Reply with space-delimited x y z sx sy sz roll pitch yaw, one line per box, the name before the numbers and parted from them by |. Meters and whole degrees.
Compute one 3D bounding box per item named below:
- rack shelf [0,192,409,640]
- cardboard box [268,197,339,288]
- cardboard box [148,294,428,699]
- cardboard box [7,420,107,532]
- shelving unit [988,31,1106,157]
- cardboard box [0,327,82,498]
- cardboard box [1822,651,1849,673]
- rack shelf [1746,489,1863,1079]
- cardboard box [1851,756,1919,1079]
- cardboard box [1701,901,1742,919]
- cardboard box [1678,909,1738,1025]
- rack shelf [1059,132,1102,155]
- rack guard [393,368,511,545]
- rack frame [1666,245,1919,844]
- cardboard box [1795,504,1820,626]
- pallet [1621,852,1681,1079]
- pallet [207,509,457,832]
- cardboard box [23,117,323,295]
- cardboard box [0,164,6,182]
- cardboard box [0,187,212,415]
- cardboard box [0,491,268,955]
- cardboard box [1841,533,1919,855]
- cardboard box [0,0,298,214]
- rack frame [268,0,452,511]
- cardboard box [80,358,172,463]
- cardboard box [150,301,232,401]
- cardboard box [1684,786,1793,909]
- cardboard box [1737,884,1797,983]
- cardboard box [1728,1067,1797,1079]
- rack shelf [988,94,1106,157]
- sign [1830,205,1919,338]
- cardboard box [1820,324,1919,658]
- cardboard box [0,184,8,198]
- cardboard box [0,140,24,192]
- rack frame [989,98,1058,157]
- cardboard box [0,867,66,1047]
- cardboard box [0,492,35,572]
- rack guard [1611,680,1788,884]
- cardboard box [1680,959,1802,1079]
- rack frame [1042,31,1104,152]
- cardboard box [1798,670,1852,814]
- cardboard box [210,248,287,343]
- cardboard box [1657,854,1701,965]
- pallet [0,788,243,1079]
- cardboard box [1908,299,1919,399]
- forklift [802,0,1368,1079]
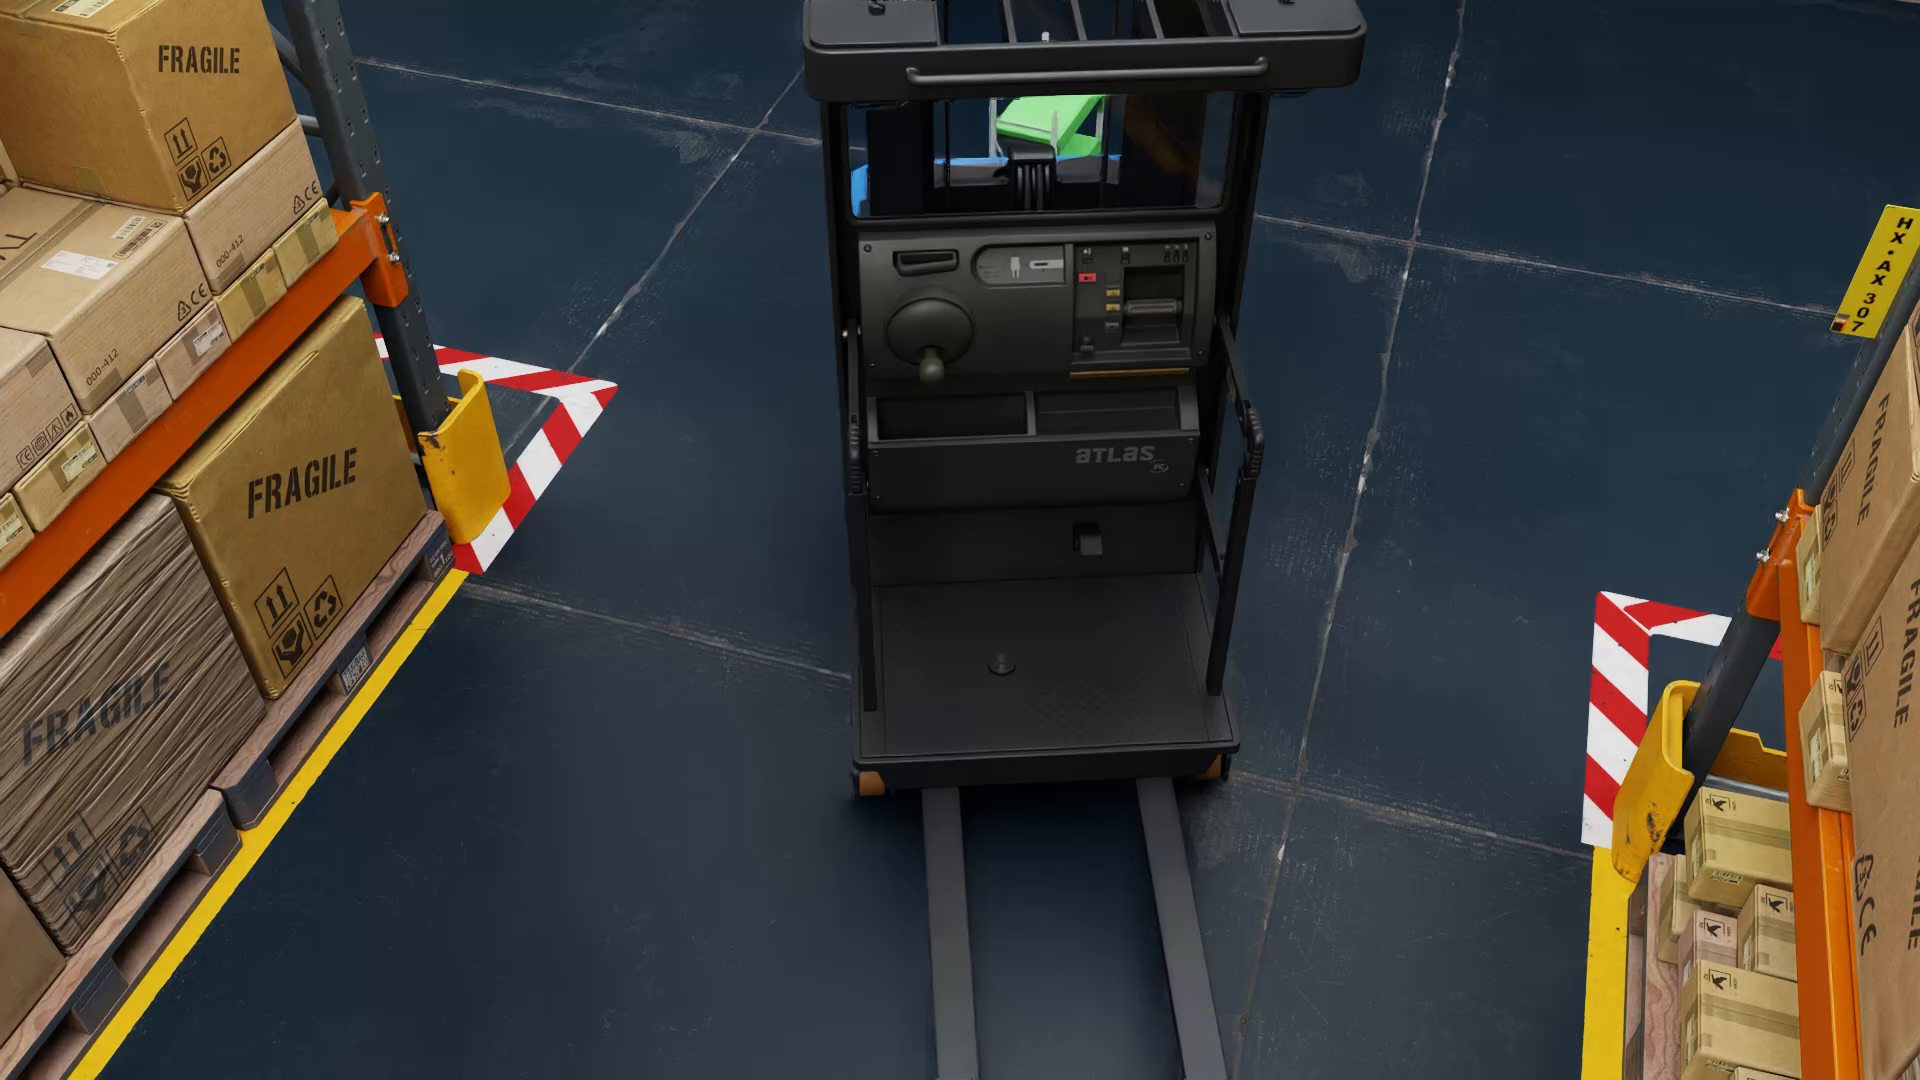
rack shelf | -2.805 0.325 3.788 1.077 0.370 4.000 13 46 13
cardboard box | -1.993 -0.869 4.673 0.380 0.149 0.250 13 46 13
cardboard box | -2.317 -0.213 5.042 0.875 0.875 0.875 13 46 13
cardboard box | -2.301 -0.188 3.977 0.380 0.149 0.250 12 46 12
shelving unit | 0.307 -1.177 6.095 0.258 1.200 0.503 17 47 16
cardboard box | -2.401 -0.262 3.767 0.500 0.250 0.500 11 45 11
cardboard box | 2.049 0.267 3.512 0.380 0.149 0.250 14 46 14
rack shelf | 1.892 1.443 2.645 1.077 0.370 4.000 13 46 13
cardboard box | 1.800 0.637 2.670 0.500 0.500 0.500 13 46 13
cardboard box | 2.094 0.910 4.201 0.380 0.149 0.250 14 46 14
cardboard box | 1.957 1.080 4.027 0.380 0.149 0.250 12 46 12
rack shelf | 0.307 -1.303 5.971 0.258 0.148 0.480 17 47 16
rack guard | -2.192 -0.388 5.789 1.175 0.500 0.348 13 46 13
rack frame | 2.497 -0.148 3.756 1.000 3.000 0.127 13 46 13
cardboard box | 2.087 0.089 3.694 0.380 0.149 0.250 12 46 12
pallet | 2.195 1.434 4.134 1.003 0.211 1.213 13 46 13
pallet | -2.367 0.281 5.312 1.003 0.211 1.213 13 46 13
cardboard box | -2.093 -0.939 4.459 0.500 0.250 0.500 12 46 12
cardboard box | -2.753 -0.990 3.976 0.500 0.500 0.500 12 46 12
cardboard box | -2.247 -0.601 4.114 0.500 0.250 0.500 12 46 12
cardboard box | -2.592 0.394 4.422 0.875 0.875 0.875 13 46 13
cardboard box | 1.960 0.313 3.001 0.500 0.500 0.500 13 46 13
cardboard box | -2.096 -1.206 4.196 0.500 0.500 0.500 13 46 13
rack frame | -2.199 -1.266 4.899 1.000 3.000 0.127 13 46 13
cardboard box | -2.224 -0.361 4.154 0.380 0.149 0.250 13 46 13
cardboard box | -2.148 -0.527 4.324 0.380 0.149 0.250 13 46 13
cardboard box | 2.015 0.786 4.115 0.380 0.149 0.250 11 45 11
cardboard box | 2.046 0.995 3.901 0.380 0.149 0.250 13 46 13
cardboard box | 1.851 1.319 3.570 0.380 0.149 0.250 10 45 11
rack shelf | 0.307 -1.474 5.804 0.258 0.148 0.480 17 47 16
sign | 1.980 -0.572 3.571 0.100 0.325 0.005 13 46 13
cardboard box | 2.098 -0.049 3.371 0.500 0.500 0.500 15 46 14
cardboard box | -2.753 -0.708 4.223 0.500 0.250 0.500 12 46 12
cardboard box | -2.602 -1.055 4.578 0.500 0.250 0.500 11 46 11
rack frame | 0.212 -1.020 5.934 0.240 1.200 0.015 17 47 16
cardboard box | -2.862 0.987 3.815 0.875 0.875 0.875 13 46 13
cardboard box | -2.379 -0.015 3.800 0.380 0.149 0.250 13 46 13
rack guard | 2.474 0.796 4.579 1.175 0.500 0.348 13 46 13
cardboard box | 1.848 1.136 3.757 0.380 0.149 0.250 12 46 12
rack frame | 0.403 -1.334 6.255 0.240 1.200 0.015 17 47 16
cardboard box | 1.917 0.435 3.340 0.380 0.149 0.250 11 46 11
cardboard box | -2.070 -0.695 4.495 0.380 0.149 0.250 13 46 13
cardboard box | 2.034 1.003 4.319 0.380 0.149 0.250 13 46 13
pallet | -2.738 1.091 4.484 1.003 0.211 1.213 13 46 12
cardboard box | 2.108 -0.404 3.019 0.500 0.500 0.500 12 46 12
forklift | 0.219 -0.527 4.193 1.130 2.935 3.031 -2 44 -2
